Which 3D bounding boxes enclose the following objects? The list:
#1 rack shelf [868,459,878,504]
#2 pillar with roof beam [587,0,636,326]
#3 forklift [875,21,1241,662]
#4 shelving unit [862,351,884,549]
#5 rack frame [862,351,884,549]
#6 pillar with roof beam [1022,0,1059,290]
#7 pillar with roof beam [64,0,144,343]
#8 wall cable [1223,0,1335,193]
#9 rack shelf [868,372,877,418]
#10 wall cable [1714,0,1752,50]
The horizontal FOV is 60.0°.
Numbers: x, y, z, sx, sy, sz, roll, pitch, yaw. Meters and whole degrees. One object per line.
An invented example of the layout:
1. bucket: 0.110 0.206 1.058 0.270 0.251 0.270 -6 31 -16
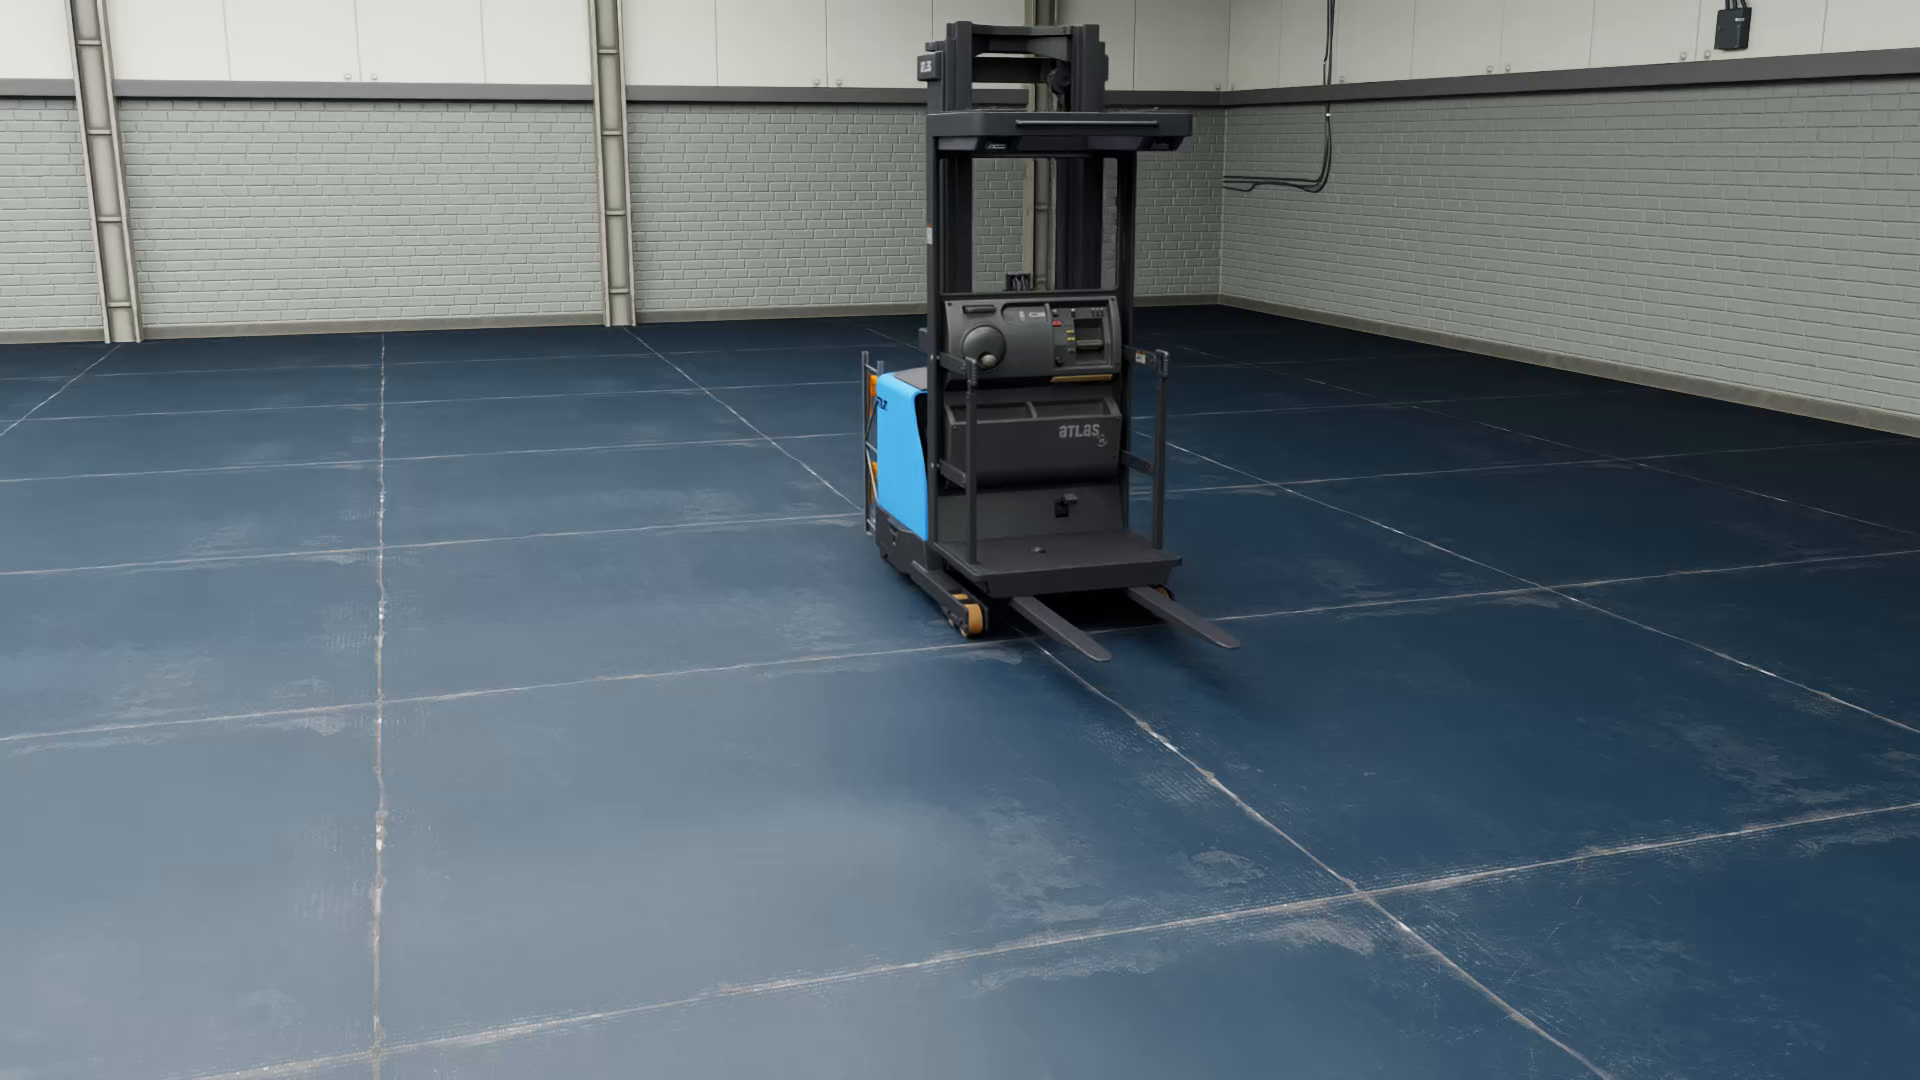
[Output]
1. rack shelf: -0.027 -0.336 10.182 1.000 0.278 0.538 -3 14 -14
2. pillar with roof beam: -3.178 -6.312 17.235 0.400 9.000 9.100 -4 14 -18
3. forklift: 0.443 -1.055 8.243 1.130 2.935 3.031 -4 14 -17
4. shelving unit: -0.027 -0.574 10.126 1.048 1.125 0.538 -3 14 -14
5. rack frame: -0.519 -0.545 10.001 0.032 1.125 0.500 -3 14 -14
6. pillar with roof beam: 2.508 -6.755 19.096 0.400 9.000 9.100 -4 14 -18
7. pillar with roof beam: -8.865 -5.870 15.373 0.400 9.000 9.100 -4 14 -18
8. wall cable: 4.349 -6.116 23.120 0.112 2.526 3.097 -4 14 -18
9. rack shelf: -0.027 -0.859 10.058 1.000 0.278 0.538 -3 14 -14
10. wall cable: 7.362 -7.198 13.609 0.169 6.003 2.305 -4 14 -18
